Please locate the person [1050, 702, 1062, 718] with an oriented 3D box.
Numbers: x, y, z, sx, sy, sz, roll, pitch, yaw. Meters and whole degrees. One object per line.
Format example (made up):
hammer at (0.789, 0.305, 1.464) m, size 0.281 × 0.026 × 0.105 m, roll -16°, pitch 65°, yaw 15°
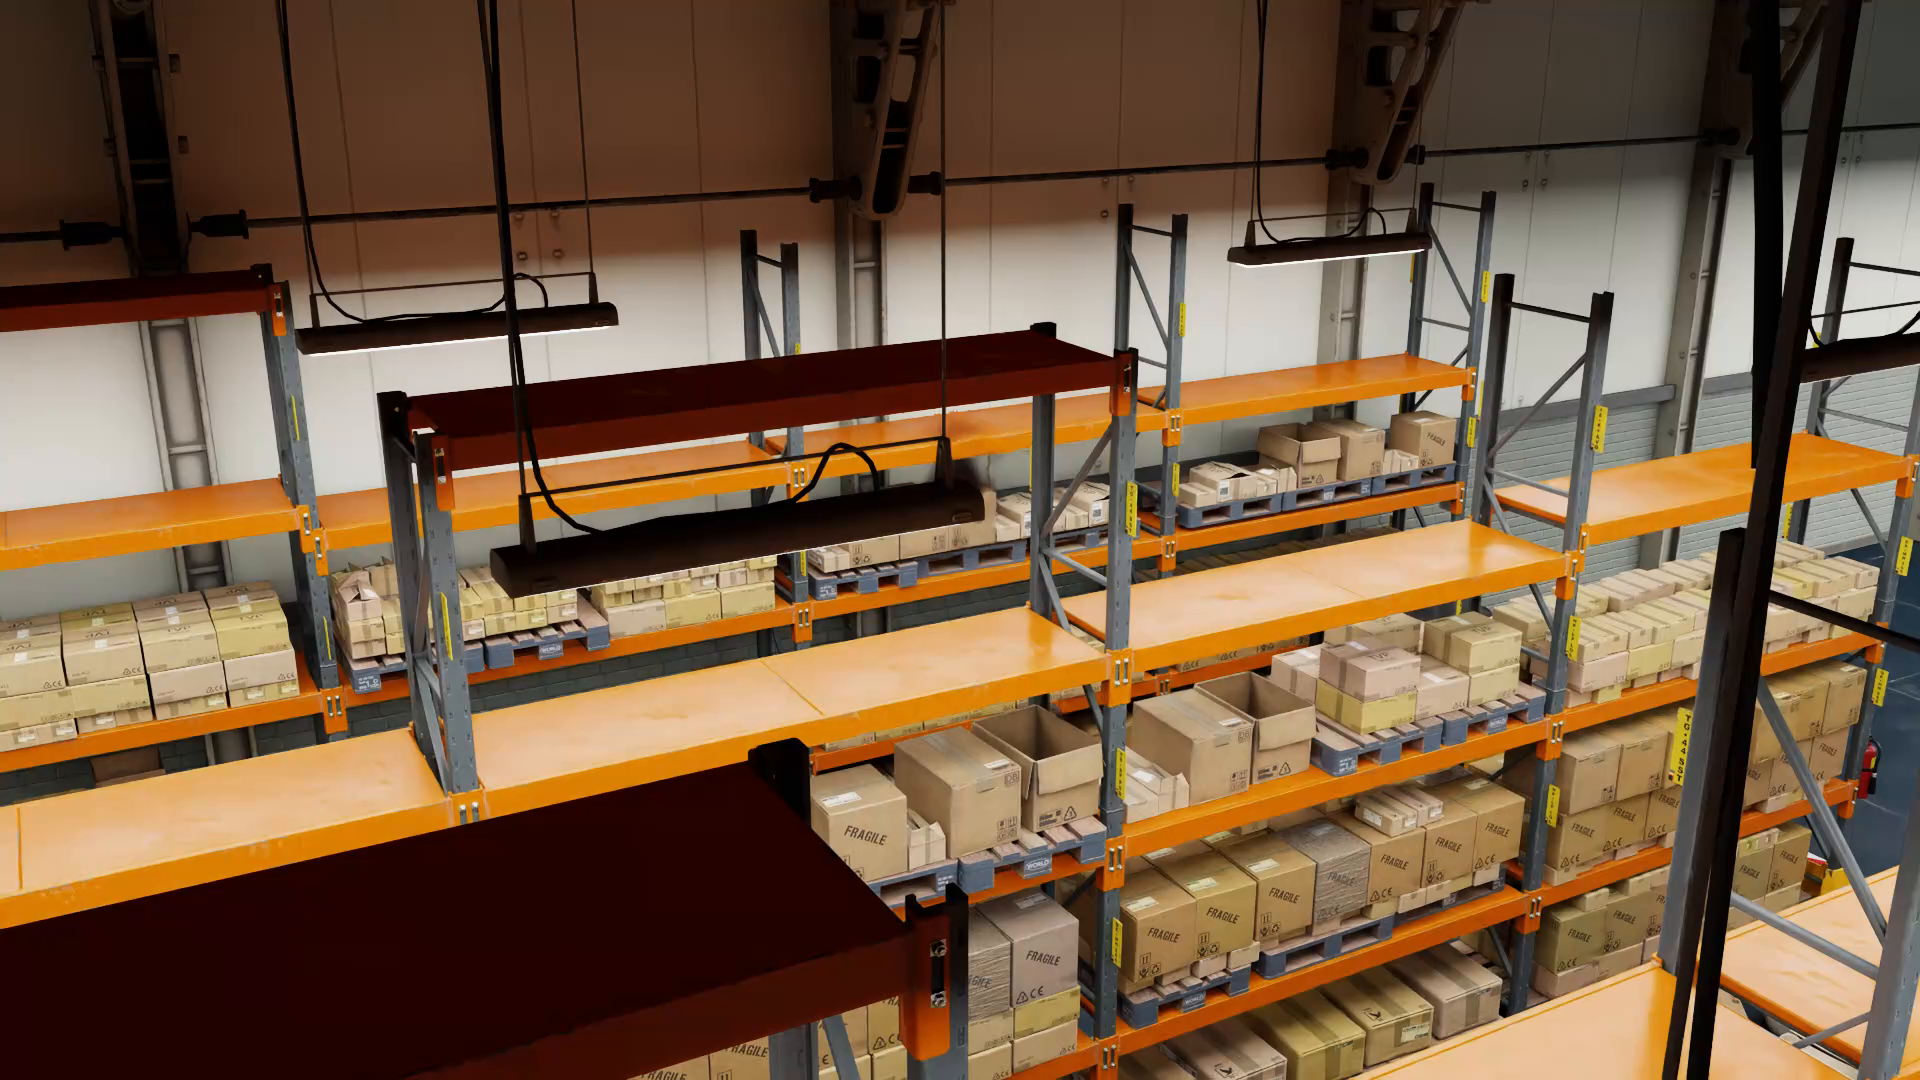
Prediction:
person at (0.698, 2.231, 15.144) m, size 0.476 × 1.640 × 0.498 m, roll -8°, pitch 20°, yaw -23°
